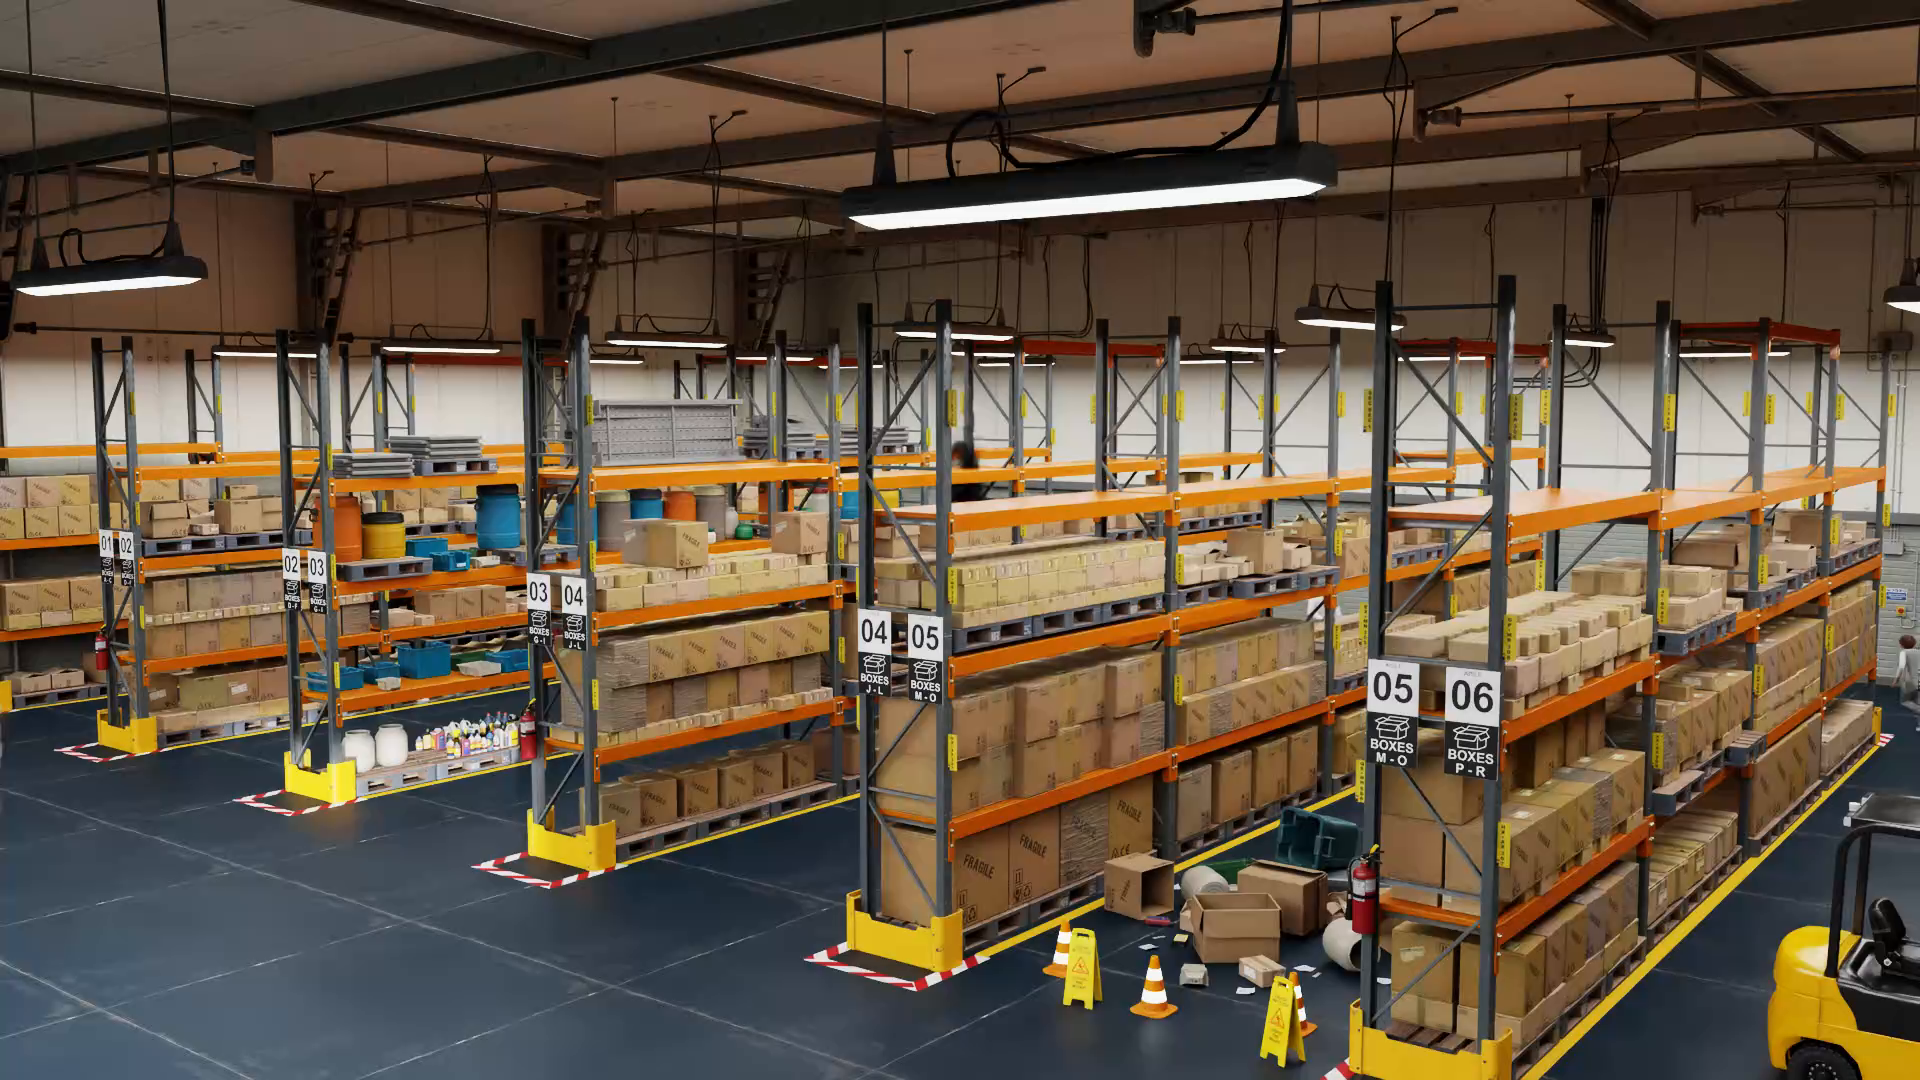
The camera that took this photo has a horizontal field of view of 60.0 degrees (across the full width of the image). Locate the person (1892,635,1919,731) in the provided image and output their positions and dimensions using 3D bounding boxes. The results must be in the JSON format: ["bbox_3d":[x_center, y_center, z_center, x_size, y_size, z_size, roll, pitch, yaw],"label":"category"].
[{"bbox_3d":[14.601,2.212,25.502,0.630,1.518,0.503,-1,5,-11],"label":"person"}]

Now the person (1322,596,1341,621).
[{"bbox_3d":[6.818,1.715,31.112,0.720,1.553,0.696,-3,6,-31],"label":"person"}]
